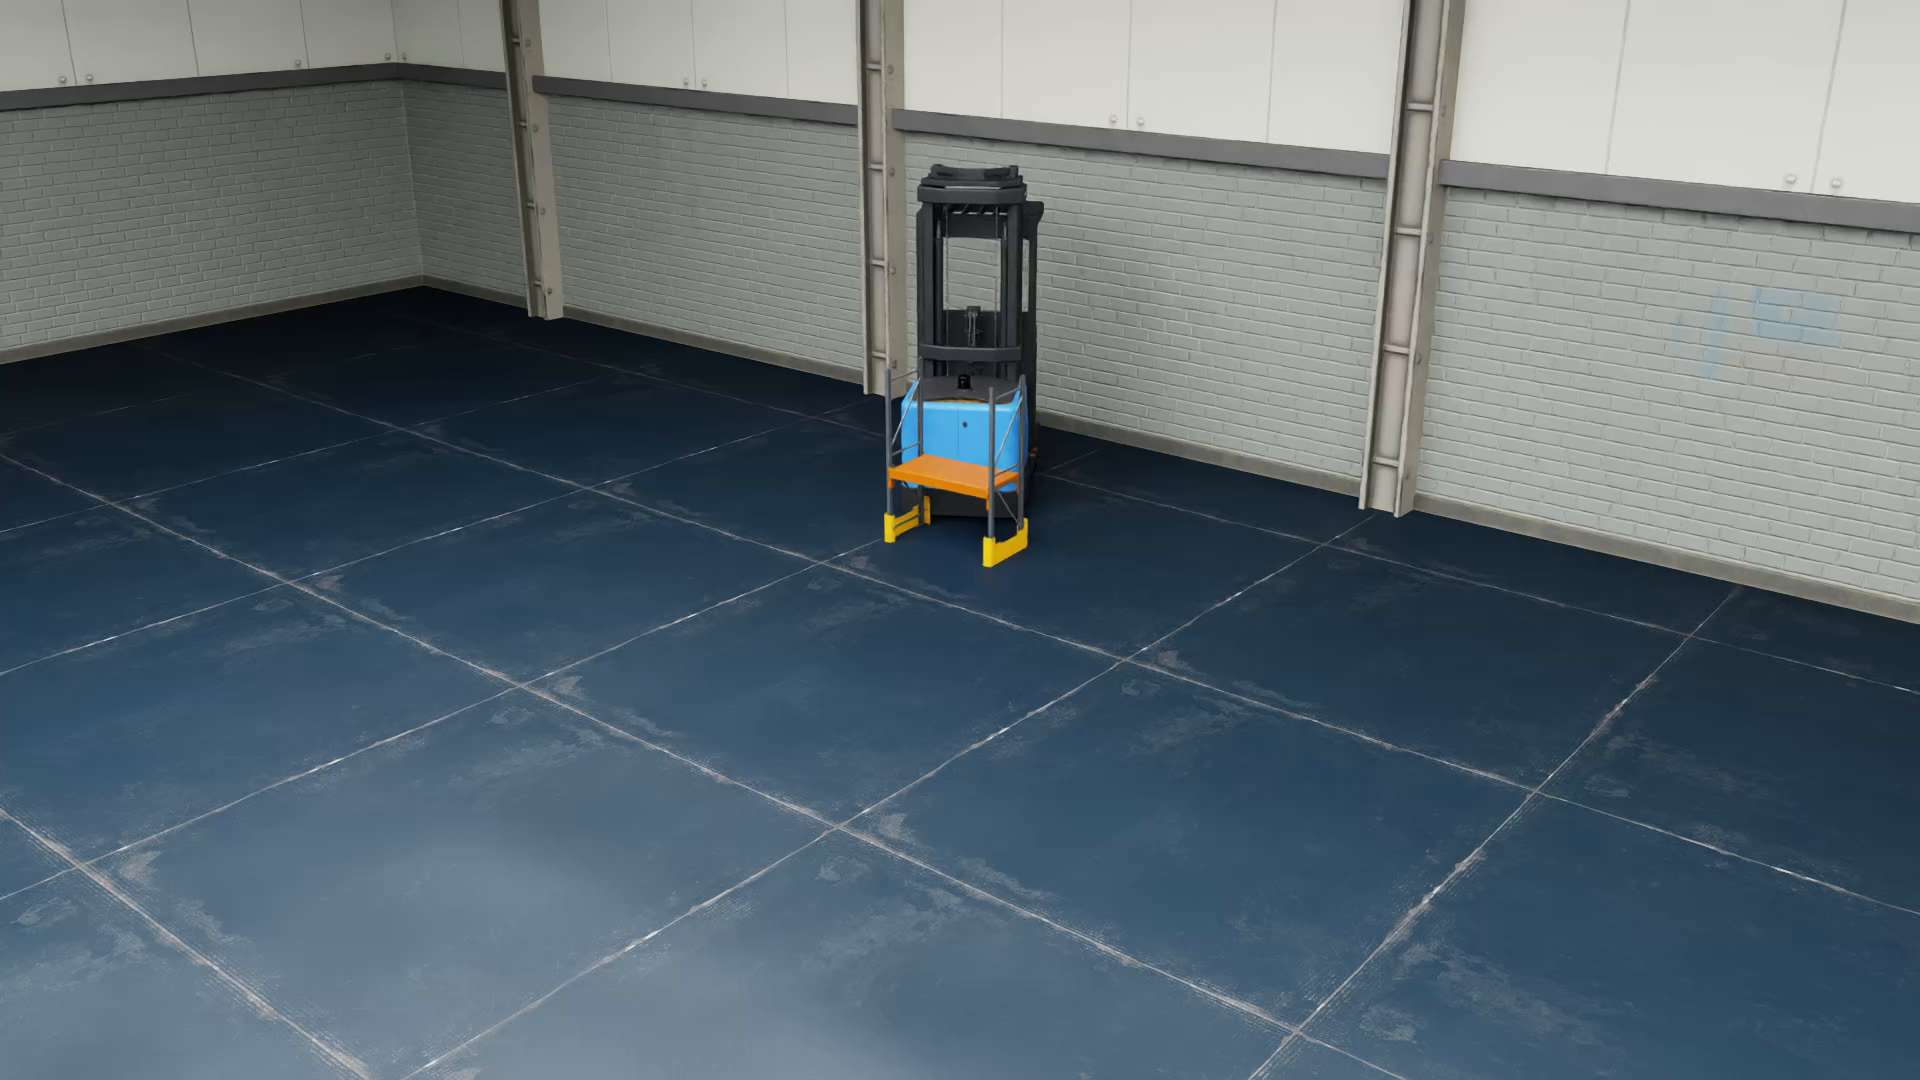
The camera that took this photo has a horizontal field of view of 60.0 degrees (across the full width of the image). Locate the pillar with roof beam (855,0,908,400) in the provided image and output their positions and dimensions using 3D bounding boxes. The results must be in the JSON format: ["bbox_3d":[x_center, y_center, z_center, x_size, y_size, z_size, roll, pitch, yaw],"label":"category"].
[{"bbox_3d":[-3.546,-4.657,13.765,0.400,9.000,9.100,16,26,36],"label":"pillar with roof beam"}]

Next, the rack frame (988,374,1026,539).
[{"bbox_3d":[0.381,-0.567,13.548,0.032,1.500,0.500,13,24,31],"label":"rack frame"}]

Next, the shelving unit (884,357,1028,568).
[{"bbox_3d":[-0.034,-0.665,13.807,1.083,1.500,0.587,13,24,31],"label":"shelving unit"}]

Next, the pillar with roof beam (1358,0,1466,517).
[{"bbox_3d":[1.102,-3.318,10.216,0.400,9.000,9.100,16,26,36],"label":"pillar with roof beam"}]

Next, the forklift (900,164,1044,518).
[{"bbox_3d":[0.183,-2.044,15.436,1.130,2.935,3.031,3,21,7],"label":"forklift"}]

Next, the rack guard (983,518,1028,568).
[{"bbox_3d":[0.380,0.018,13.769,0.087,0.250,0.587,13,24,31],"label":"rack guard"}]

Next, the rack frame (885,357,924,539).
[{"bbox_3d":[-0.465,-0.766,14.076,0.032,1.500,0.500,13,24,31],"label":"rack frame"}]

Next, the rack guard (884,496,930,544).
[{"bbox_3d":[-0.449,-0.177,14.286,0.087,0.250,0.587,13,24,31],"label":"rack guard"}]

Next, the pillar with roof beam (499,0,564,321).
[{"bbox_3d":[-8.195,-5.995,17.315,0.400,9.000,9.100,16,26,36],"label":"pillar with roof beam"}]

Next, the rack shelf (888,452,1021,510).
[{"bbox_3d":[-0.042,-0.498,13.875,1.000,0.185,0.538,13,24,31],"label":"rack shelf"}]
